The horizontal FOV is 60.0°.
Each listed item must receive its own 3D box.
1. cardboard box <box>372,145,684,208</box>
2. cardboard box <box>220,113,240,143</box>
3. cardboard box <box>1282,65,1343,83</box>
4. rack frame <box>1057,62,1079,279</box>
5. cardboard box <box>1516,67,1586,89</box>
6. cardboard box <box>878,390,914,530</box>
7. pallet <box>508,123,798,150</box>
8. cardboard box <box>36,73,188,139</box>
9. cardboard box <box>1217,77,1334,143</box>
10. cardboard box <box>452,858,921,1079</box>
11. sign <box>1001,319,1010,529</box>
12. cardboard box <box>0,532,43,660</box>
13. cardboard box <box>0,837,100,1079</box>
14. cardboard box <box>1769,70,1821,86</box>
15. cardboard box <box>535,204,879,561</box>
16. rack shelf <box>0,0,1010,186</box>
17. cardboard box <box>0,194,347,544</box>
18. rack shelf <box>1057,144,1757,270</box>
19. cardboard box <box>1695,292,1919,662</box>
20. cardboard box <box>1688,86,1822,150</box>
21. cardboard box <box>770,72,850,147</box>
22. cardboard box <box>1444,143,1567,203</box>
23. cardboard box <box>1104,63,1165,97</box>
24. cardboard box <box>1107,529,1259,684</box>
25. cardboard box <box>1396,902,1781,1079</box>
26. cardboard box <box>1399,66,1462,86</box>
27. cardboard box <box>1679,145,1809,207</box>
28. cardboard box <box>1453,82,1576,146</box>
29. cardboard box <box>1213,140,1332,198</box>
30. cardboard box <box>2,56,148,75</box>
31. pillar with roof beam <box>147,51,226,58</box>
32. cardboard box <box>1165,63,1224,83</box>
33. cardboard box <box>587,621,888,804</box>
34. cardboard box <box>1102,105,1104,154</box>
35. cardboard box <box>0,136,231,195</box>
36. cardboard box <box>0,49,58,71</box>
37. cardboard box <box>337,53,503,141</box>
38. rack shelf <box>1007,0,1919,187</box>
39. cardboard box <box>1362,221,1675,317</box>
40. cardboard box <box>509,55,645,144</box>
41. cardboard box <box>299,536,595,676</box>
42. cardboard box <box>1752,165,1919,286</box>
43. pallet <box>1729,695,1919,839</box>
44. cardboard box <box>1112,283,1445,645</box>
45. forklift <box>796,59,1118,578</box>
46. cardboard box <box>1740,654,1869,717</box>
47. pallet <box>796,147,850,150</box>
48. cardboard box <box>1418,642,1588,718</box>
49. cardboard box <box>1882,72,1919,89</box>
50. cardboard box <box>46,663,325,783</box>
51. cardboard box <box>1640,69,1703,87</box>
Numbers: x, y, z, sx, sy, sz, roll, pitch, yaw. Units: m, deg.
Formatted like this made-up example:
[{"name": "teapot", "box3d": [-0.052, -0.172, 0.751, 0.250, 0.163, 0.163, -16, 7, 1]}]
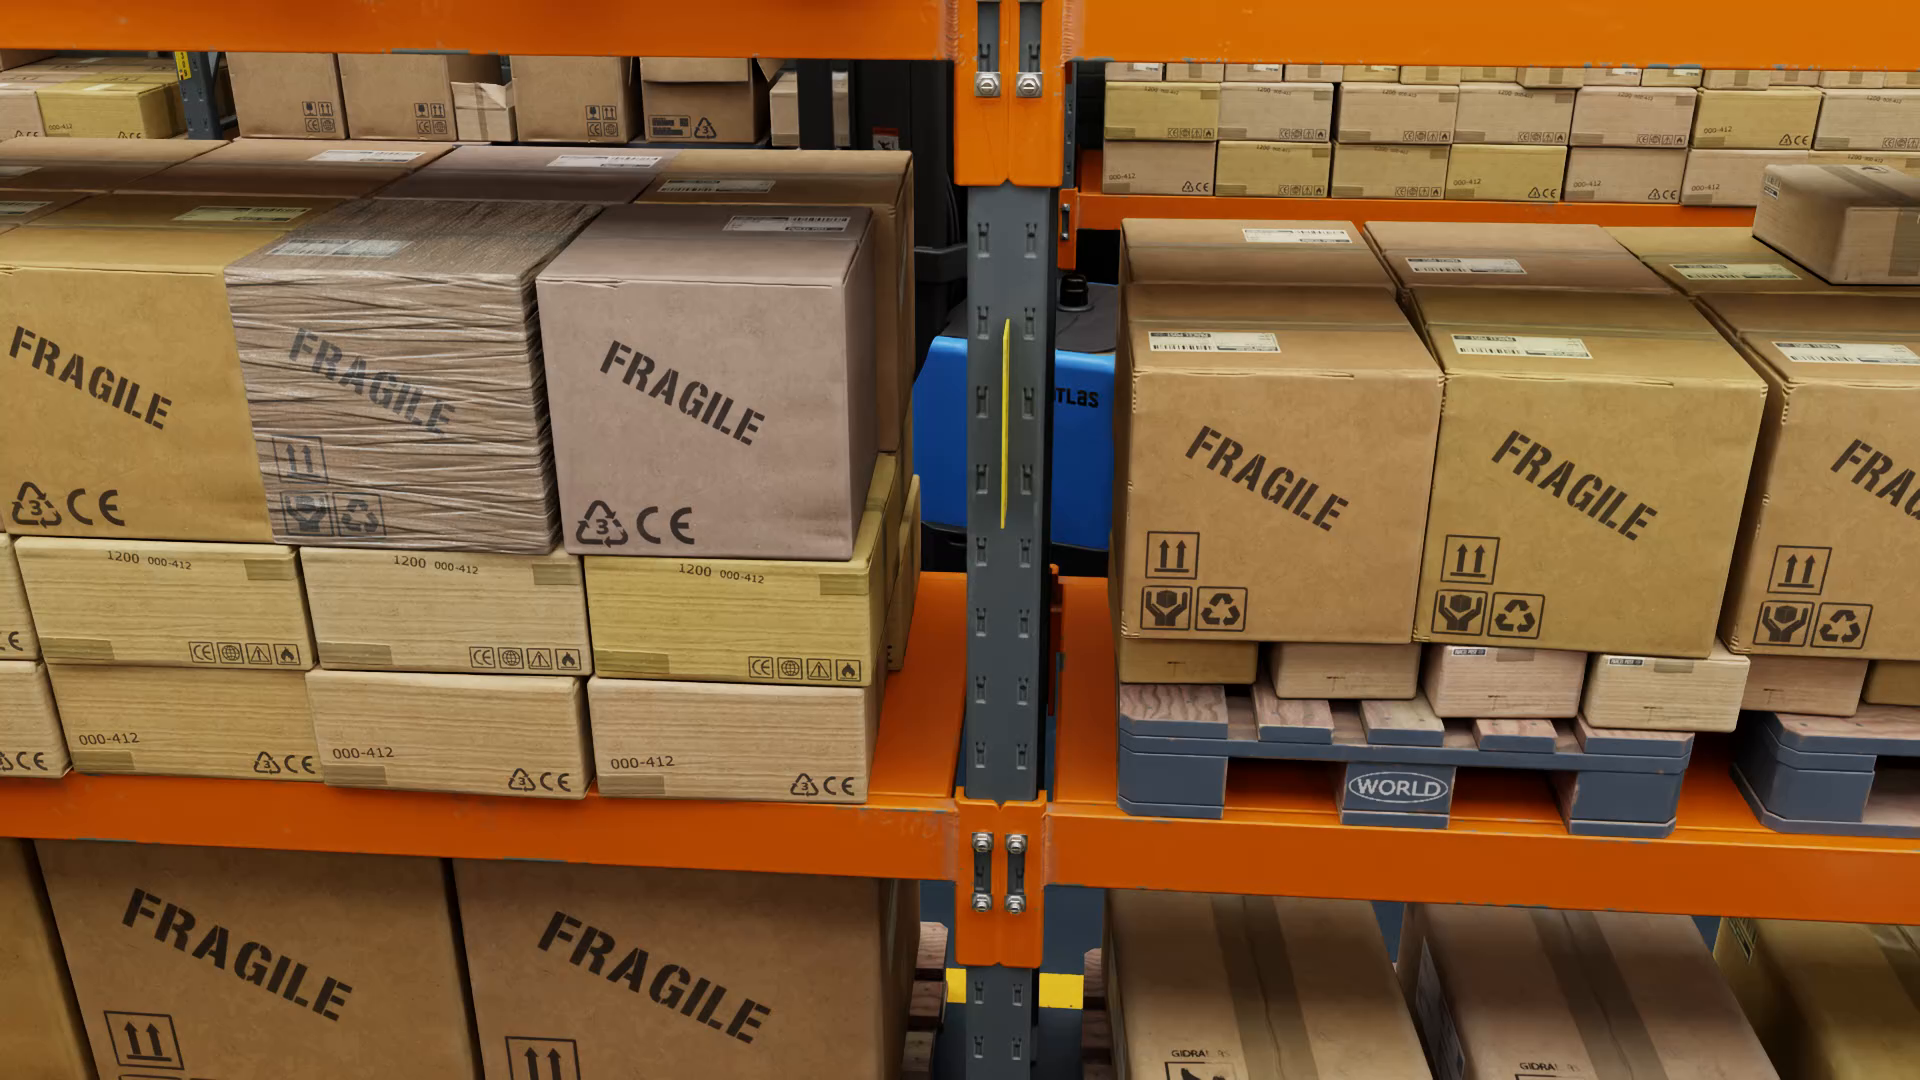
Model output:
[{"name": "cardboard box", "box3d": [-0.856, -0.520, 3.475, 0.500, 0.500, 0.500, 2, 25, 4]}, {"name": "cardboard box", "box3d": [-3.814, -2.098, 8.522, 0.250, 0.149, 0.380, 2, 25, 4]}, {"name": "cardboard box", "box3d": [1.570, -2.158, 7.456, 0.250, 0.149, 0.380, 2, 25, 5]}, {"name": "rack frame", "box3d": [0.488, -1.959, 7.920, 0.127, 3.000, 1.000, 2, 25, 4]}, {"name": "cardboard box", "box3d": [2.573, -2.095, 7.318, 0.250, 0.149, 0.380, 1, 25, 3]}, {"name": "cardboard box", "box3d": [-0.374, -0.169, 3.609, 0.500, 0.250, 0.500, 2, 25, 4]}, {"name": "pallet", "box3d": [-1.451, -1.933, 8.091, 1.213, 0.211, 1.003, 2, 25, 4]}, {"name": "cardboard box", "box3d": [-4.026, -2.069, 7.982, 0.500, 0.250, 0.500, 2, 25, 5]}, {"name": "cardboard box", "box3d": [1.411, -1.986, 7.559, 0.500, 0.250, 0.500, 3, 25, 6]}, {"name": "cardboard box", "box3d": [-0.570, 0.827, 3.903, 0.875, 0.875, 0.875, 2, 25, 4]}, {"name": "sign", "box3d": [0.073, -0.185, 2.679, 0.005, 0.325, 0.100, 2, 25, 4]}, {"name": "cardboard box", "box3d": [-1.932, 0.002, 3.239, 0.500, 0.250, 0.500, 1, 25, 2]}, {"name": "cardboard box", "box3d": [-2.351, 0.768, 4.032, 0.875, 0.875, 0.875, 3, 25, 6]}, {"name": "cardboard box", "box3d": [3.620, -2.120, 7.374, 0.250, 0.149, 0.380, 2, 25, 4]}, {"name": "cardboard box", "box3d": [-0.423, -0.298, 2.993, 0.500, 0.500, 0.500, 1, 25, 3]}, {"name": "rack shelf", "box3d": [-1.882, -0.990, 3.086, 4.000, 0.370, 1.077, 2, 25, 4]}, {"name": "cardboard box", "box3d": [-1.430, -0.329, 3.061, 0.500, 0.500, 0.500, 2, 25, 4]}, {"name": "rack shelf", "box3d": [2.483, -1.569, 7.931, 4.000, 0.370, 1.077, 2, 25, 4]}, {"name": "cardboard box", "box3d": [1.593, -0.123, 2.951, 0.500, 0.500, 0.500, 2, 25, 5]}, {"name": "cardboard box", "box3d": [3.454, -1.913, 7.400, 0.500, 0.250, 0.500, 1, 25, 3]}, {"name": "cardboard box", "box3d": [-0.588, -1.981, 7.644, 0.500, 0.250, 0.500, 1, 25, 2]}, {"name": "cardboard box", "box3d": [2.444, -1.726, 7.592, 0.500, 0.250, 0.500, 3, 25, 6]}, {"name": "cardboard box", "box3d": [0.957, -2.220, 8.067, 0.500, 0.250, 0.500, 2, 25, 5]}, {"name": "cardboard box", "box3d": [0.422, 0.121, 3.197, 0.250, 0.149, 0.380, 0, 25, 1]}, {"name": "cardboard box", "box3d": [1.411, 1.155, 3.793, 0.625, 0.372, 0.950, 1, 25, 3]}, {"name": "cardboard box", "box3d": [2.071, -2.130, 7.394, 0.250, 0.149, 0.380, 2, 25, 5]}, {"name": "cardboard box", "box3d": [3.452, -1.684, 7.501, 0.500, 0.250, 0.500, 2, 25, 4]}, {"name": "cardboard box", "box3d": [2.443, -1.956, 7.493, 0.500, 0.250, 0.500, 2, 25, 5]}, {"name": "cardboard box", "box3d": [1.413, -1.757, 7.659, 0.500, 0.250, 0.500, 1, 25, 3]}, {"name": "cardboard box", "box3d": [-4.474, -2.296, 8.475, 0.500, 0.250, 0.500, 2, 25, 4]}, {"name": "pillar with roof beam", "box3d": [-4.455, -3.416, 3.909, 0.400, 9.000, 9.100, 2, 25, 4]}, {"name": "cardboard box", "box3d": [1.050, -2.159, 7.457, 0.250, 0.149, 0.380, 2, 25, 5]}, {"name": "cardboard box", "box3d": [-0.412, 0.270, 3.255, 0.500, 0.250, 0.500, 1, 25, 2]}, {"name": "cardboard box", "box3d": [0.956, -1.983, 8.152, 0.500, 0.250, 0.500, 1, 25, 3]}, {"name": "cardboard box", "box3d": [-1.874, -0.560, 3.563, 0.500, 0.500, 0.500, 2, 25, 5]}, {"name": "cardboard box", "box3d": [-4.964, -2.654, 8.355, 0.500, 0.500, 0.500, 1, 25, 3]}, {"name": "cardboard box", "box3d": [-2.518, -2.198, 7.817, 0.500, 0.500, 0.700, 2, 25, 5]}, {"name": "rack shelf", "box3d": [2.106, -0.862, 2.808, 4.000, 0.370, 1.077, 2, 25, 4]}, {"name": "cardboard box", "box3d": [1.103, -0.351, 3.447, 0.500, 0.500, 0.500, 1, 25, 3]}, {"name": "cardboard box", "box3d": [-1.736, -2.173, 7.762, 0.500, 0.500, 0.700, 2, 25, 4]}, {"name": "cardboard box", "box3d": [-0.902, 0.026, 3.186, 0.500, 0.250, 0.500, 1, 25, 3]}, {"name": "cardboard box", "box3d": [1.765, -0.622, 3.259, 0.250, 0.149, 0.380, 1, 25, 1]}, {"name": "pallet", "box3d": [2.089, 0.243, 3.363, 1.213, 0.211, 1.003, 2, 25, 4]}, {"name": "cardboard box", "box3d": [0.543, -0.151, 3.012, 0.500, 0.500, 0.500, 1, 25, 3]}, {"name": "forklift", "box3d": [-0.585, -1.430, 6.850, 3.031, 2.935, 1.130, 9, 26, 20]}, {"name": "cardboard box", "box3d": [1.490, 0.164, 3.103, 0.250, 0.149, 0.380, 3, 25, 7]}, {"name": "pallet", "box3d": [-0.193, -1.865, 7.943, 1.003, 0.211, 1.213, 2, 25, 4]}, {"name": "cardboard box", "box3d": [0.971, 0.172, 3.086, 0.250, 0.149, 0.380, 0, 25, 1]}, {"name": "cardboard box", "box3d": [4.119, -2.090, 7.308, 0.250, 0.149, 0.380, 3, 25, 6]}, {"name": "cardboard box", "box3d": [-1.423, 0.237, 3.326, 0.500, 0.250, 0.500, 2, 25, 3]}, {"name": "cardboard box", "box3d": [3.092, -2.108, 7.347, 0.250, 0.149, 0.380, 1, 25, 3]}]
